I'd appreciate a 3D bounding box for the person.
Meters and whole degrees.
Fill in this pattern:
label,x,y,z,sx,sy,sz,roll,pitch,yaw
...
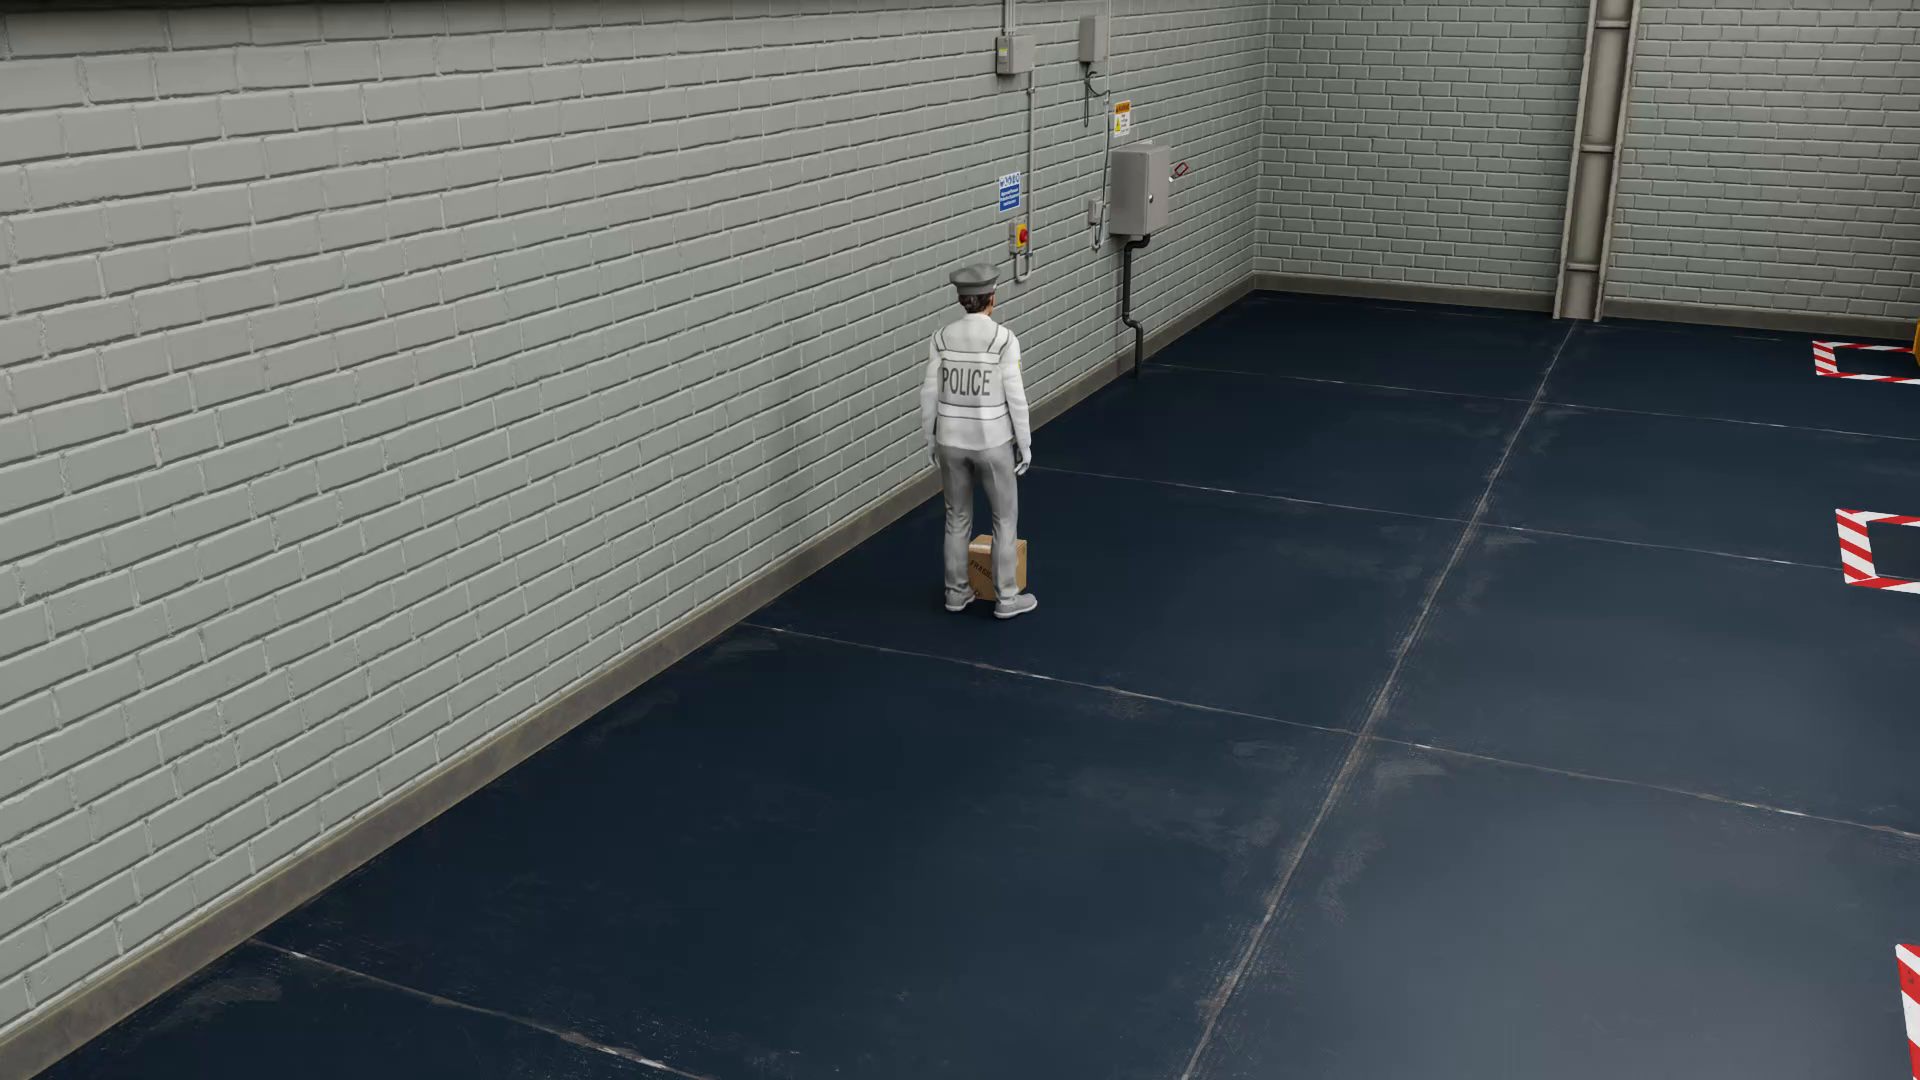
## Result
label,x,y,z,sx,sy,sz,roll,pitch,yaw
person,0.082,-0.451,7.859,0.547,1.663,0.375,7,20,19
